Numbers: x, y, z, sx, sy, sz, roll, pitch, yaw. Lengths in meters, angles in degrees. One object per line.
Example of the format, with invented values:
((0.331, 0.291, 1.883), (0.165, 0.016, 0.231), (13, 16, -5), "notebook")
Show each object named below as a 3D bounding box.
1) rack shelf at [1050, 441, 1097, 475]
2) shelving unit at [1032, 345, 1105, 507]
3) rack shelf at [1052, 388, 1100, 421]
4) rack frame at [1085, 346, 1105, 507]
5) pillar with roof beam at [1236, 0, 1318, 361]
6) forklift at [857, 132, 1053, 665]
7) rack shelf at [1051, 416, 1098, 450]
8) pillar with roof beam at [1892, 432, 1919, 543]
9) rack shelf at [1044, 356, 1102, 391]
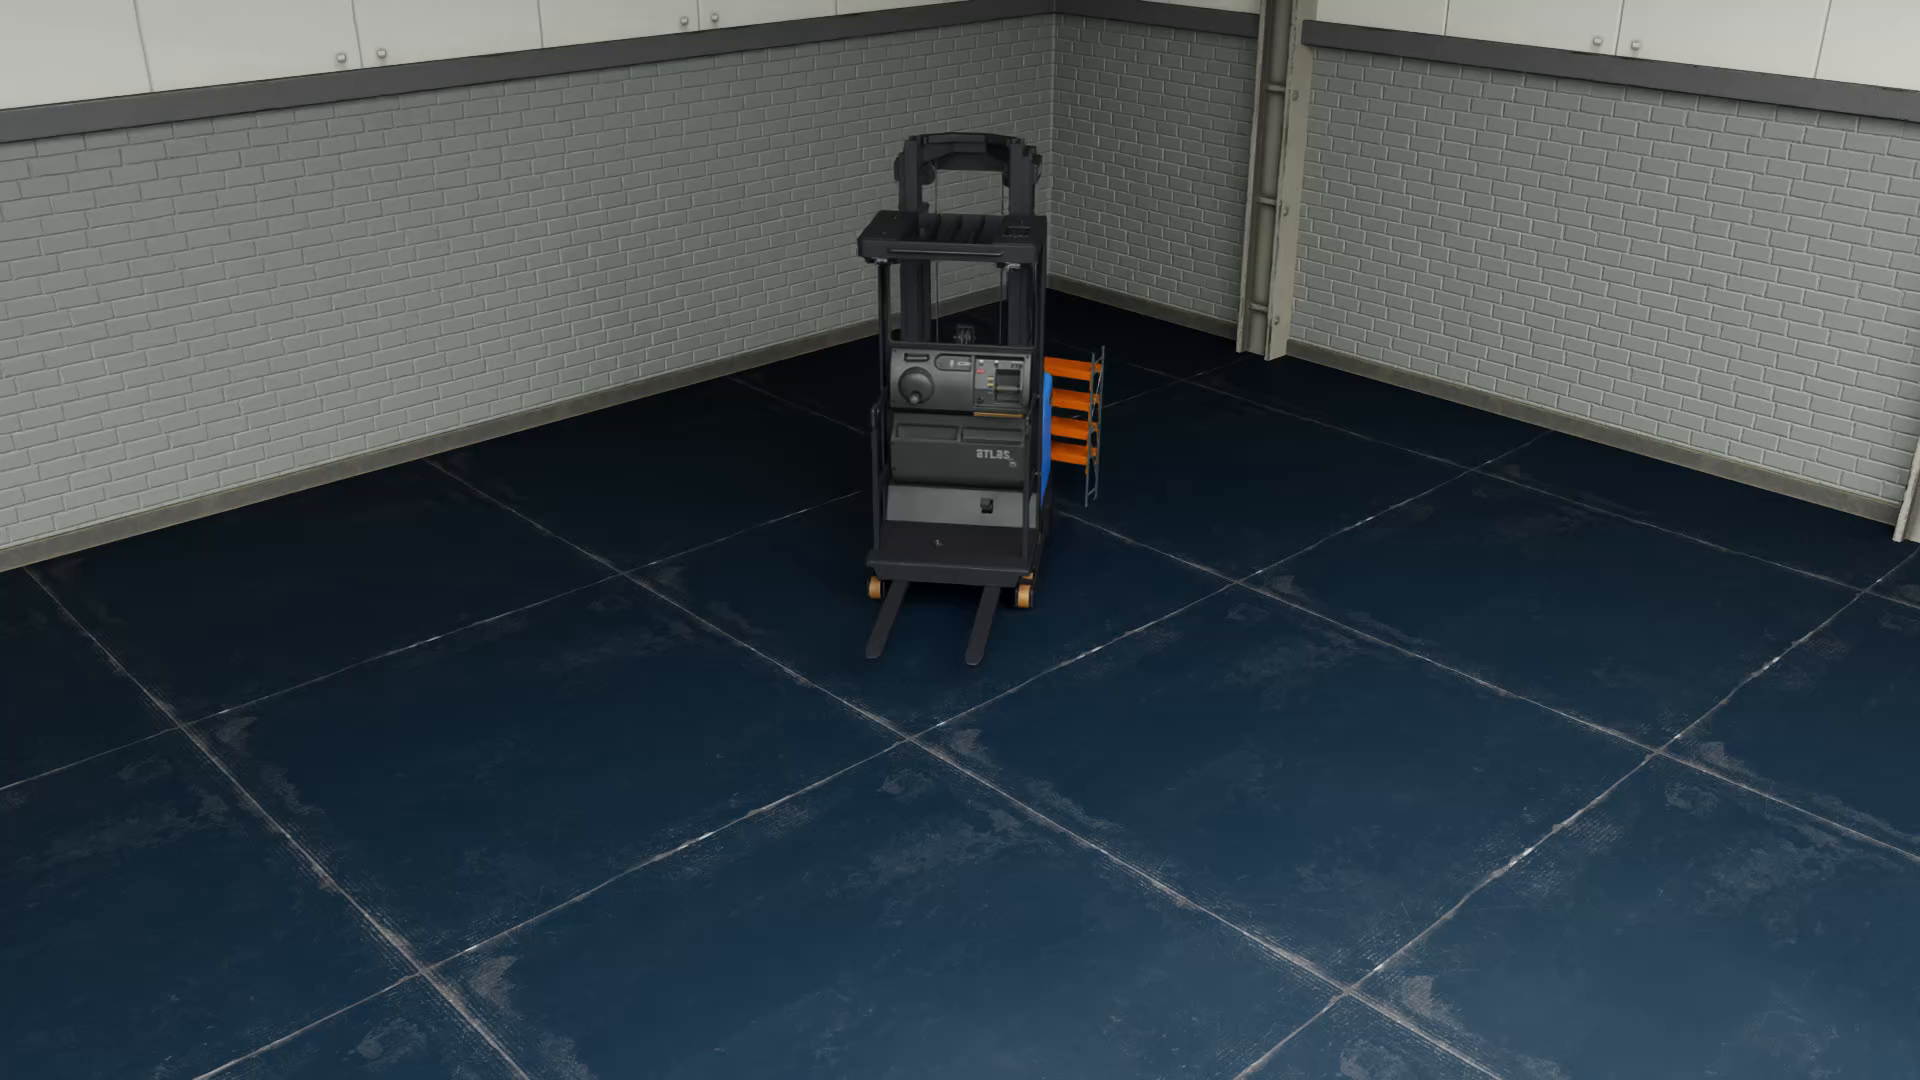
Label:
((0.780, -0.639, 12.628), (0.480, 0.148, 0.258), (10, 24, 22), "rack shelf")
((0.784, -0.884, 12.527), (0.503, 1.200, 0.258), (10, 24, 22), "shelving unit")
((0.787, -1.029, 12.467), (0.480, 0.148, 0.258), (10, 24, 22), "rack shelf")
((1.007, -0.843, 12.437), (0.015, 1.200, 0.240), (10, 24, 22), "rack frame")
((-0.242, -4.677, 11.457), (9.100, 9.000, 0.400), (-21, 32, -38), "pillar with roof beam")
((-0.025, -1.031, 10.776), (1.130, 2.935, 3.031), (3, 25, 7), "forklift")
((0.783, -0.822, 12.553), (0.480, 0.148, 0.258), (10, 24, 22), "rack shelf")
((3.859, -2.859, 7.472), (9.100, 9.000, 0.400), (-21, 32, -38), "pillar with roof beam")
((0.791, -1.248, 12.377), (0.480, 0.148, 0.258), (10, 24, 22), "rack shelf")
